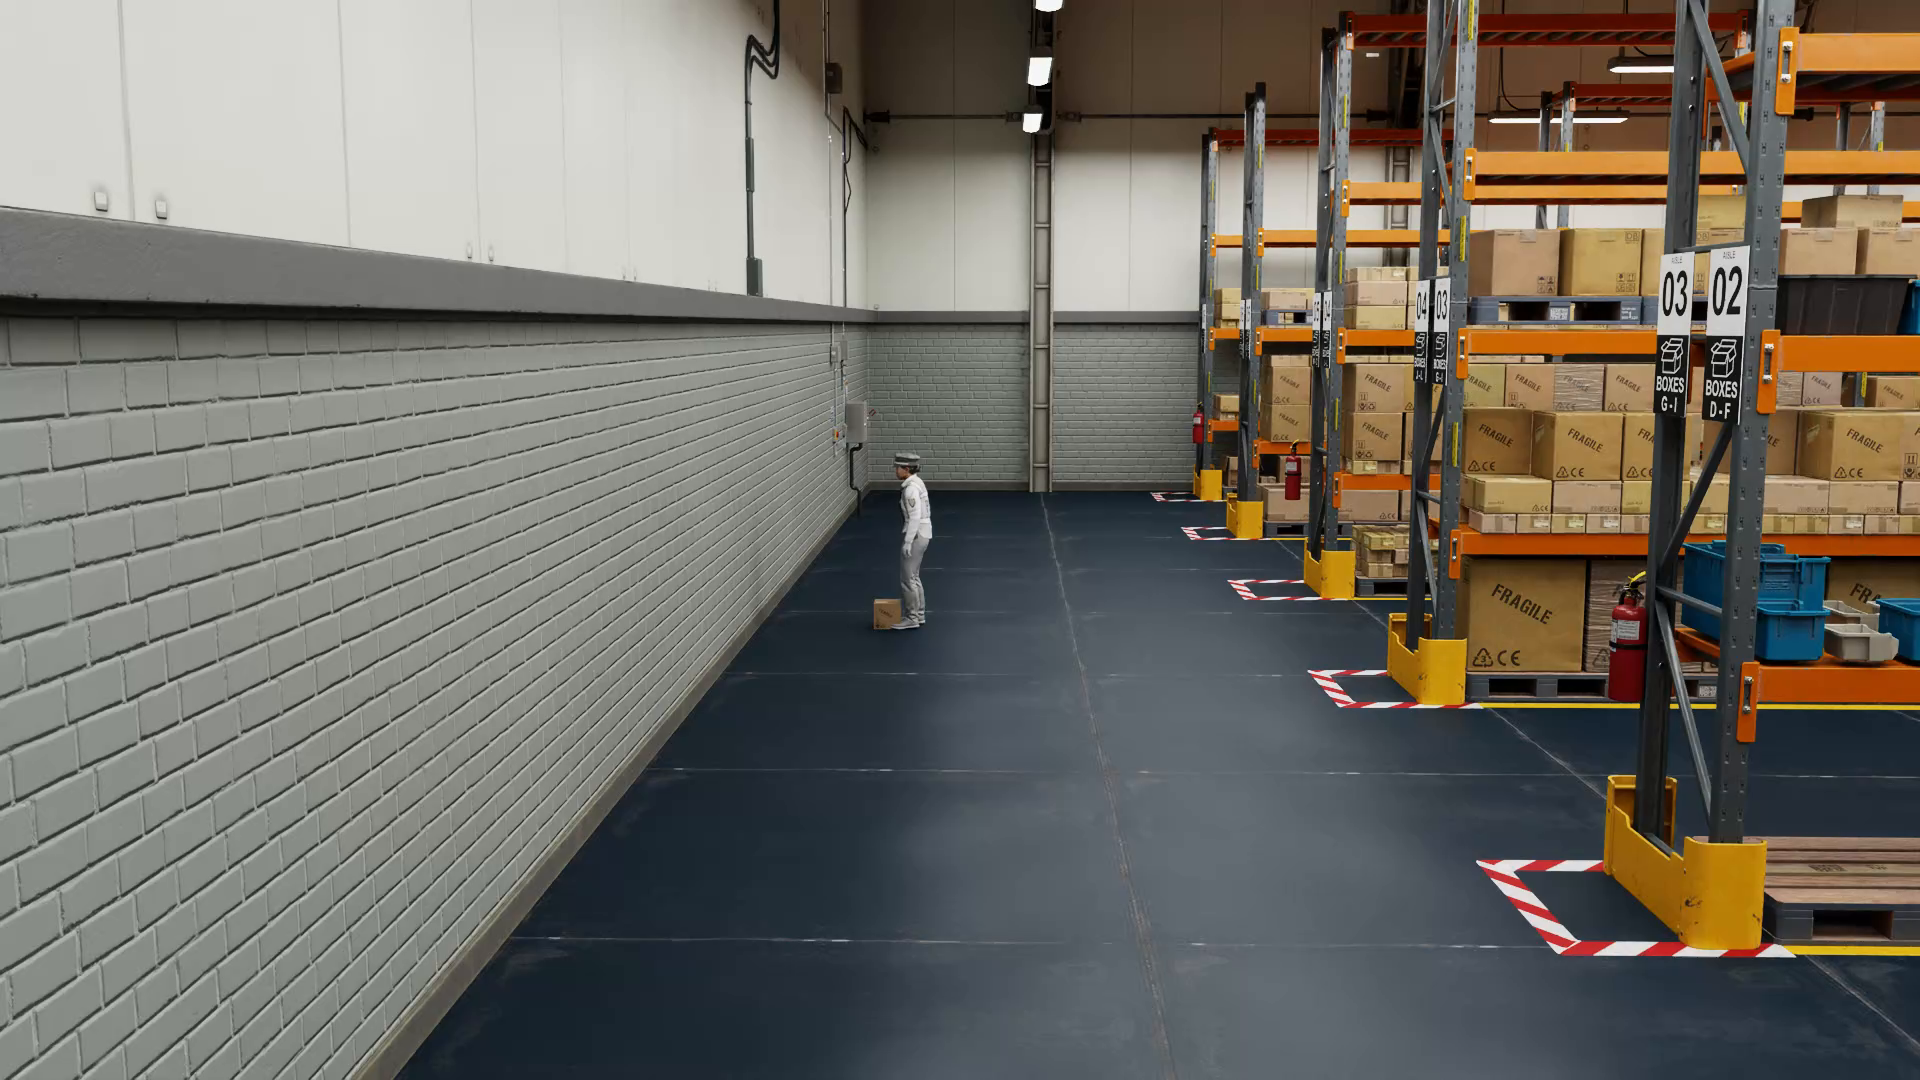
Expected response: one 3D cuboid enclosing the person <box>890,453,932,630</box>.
[{"bbox_3d":[-0.465,0.004,15.730,0.405,1.663,0.530,0,7,2],"label":"person"}]
